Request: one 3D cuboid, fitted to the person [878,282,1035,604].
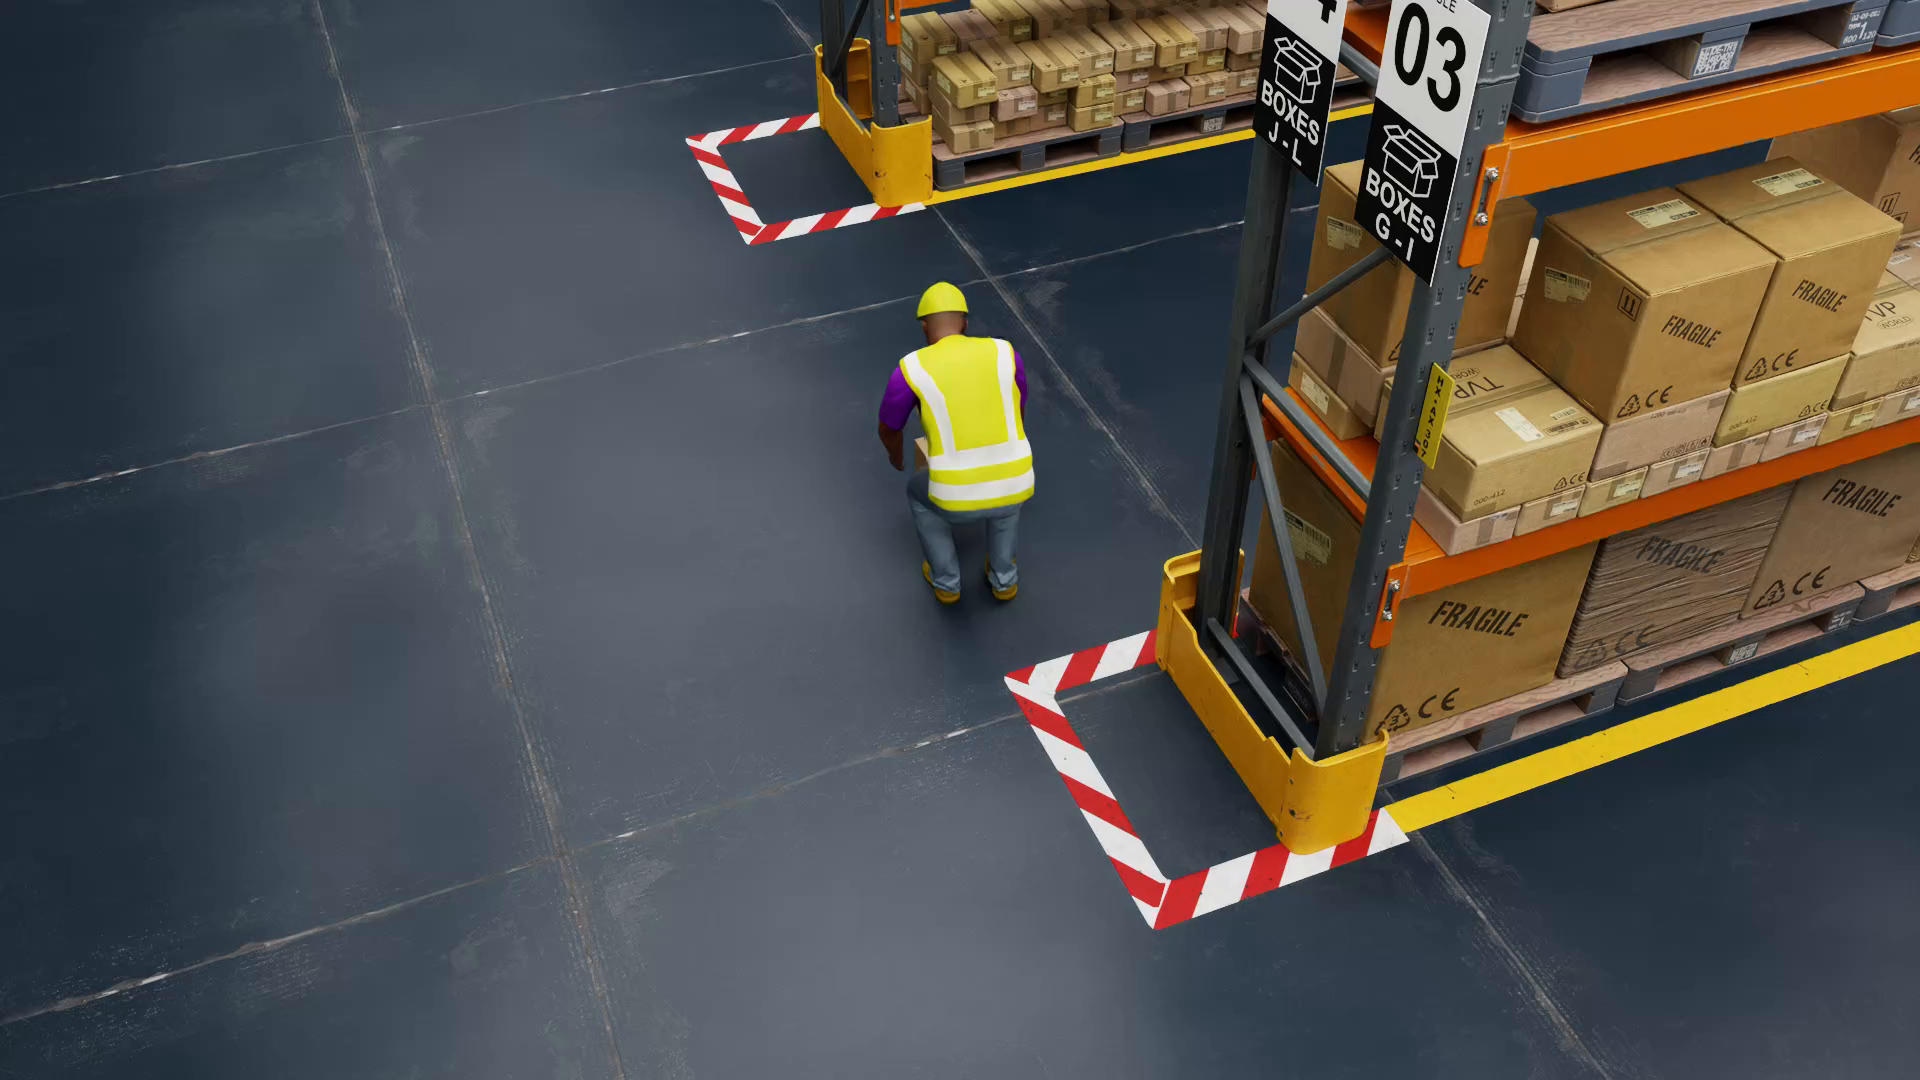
[{"bbox_3d":[-0.006,-0.343,6.869,0.630,1.317,0.802,-8,42,-9],"label":"person"}]
